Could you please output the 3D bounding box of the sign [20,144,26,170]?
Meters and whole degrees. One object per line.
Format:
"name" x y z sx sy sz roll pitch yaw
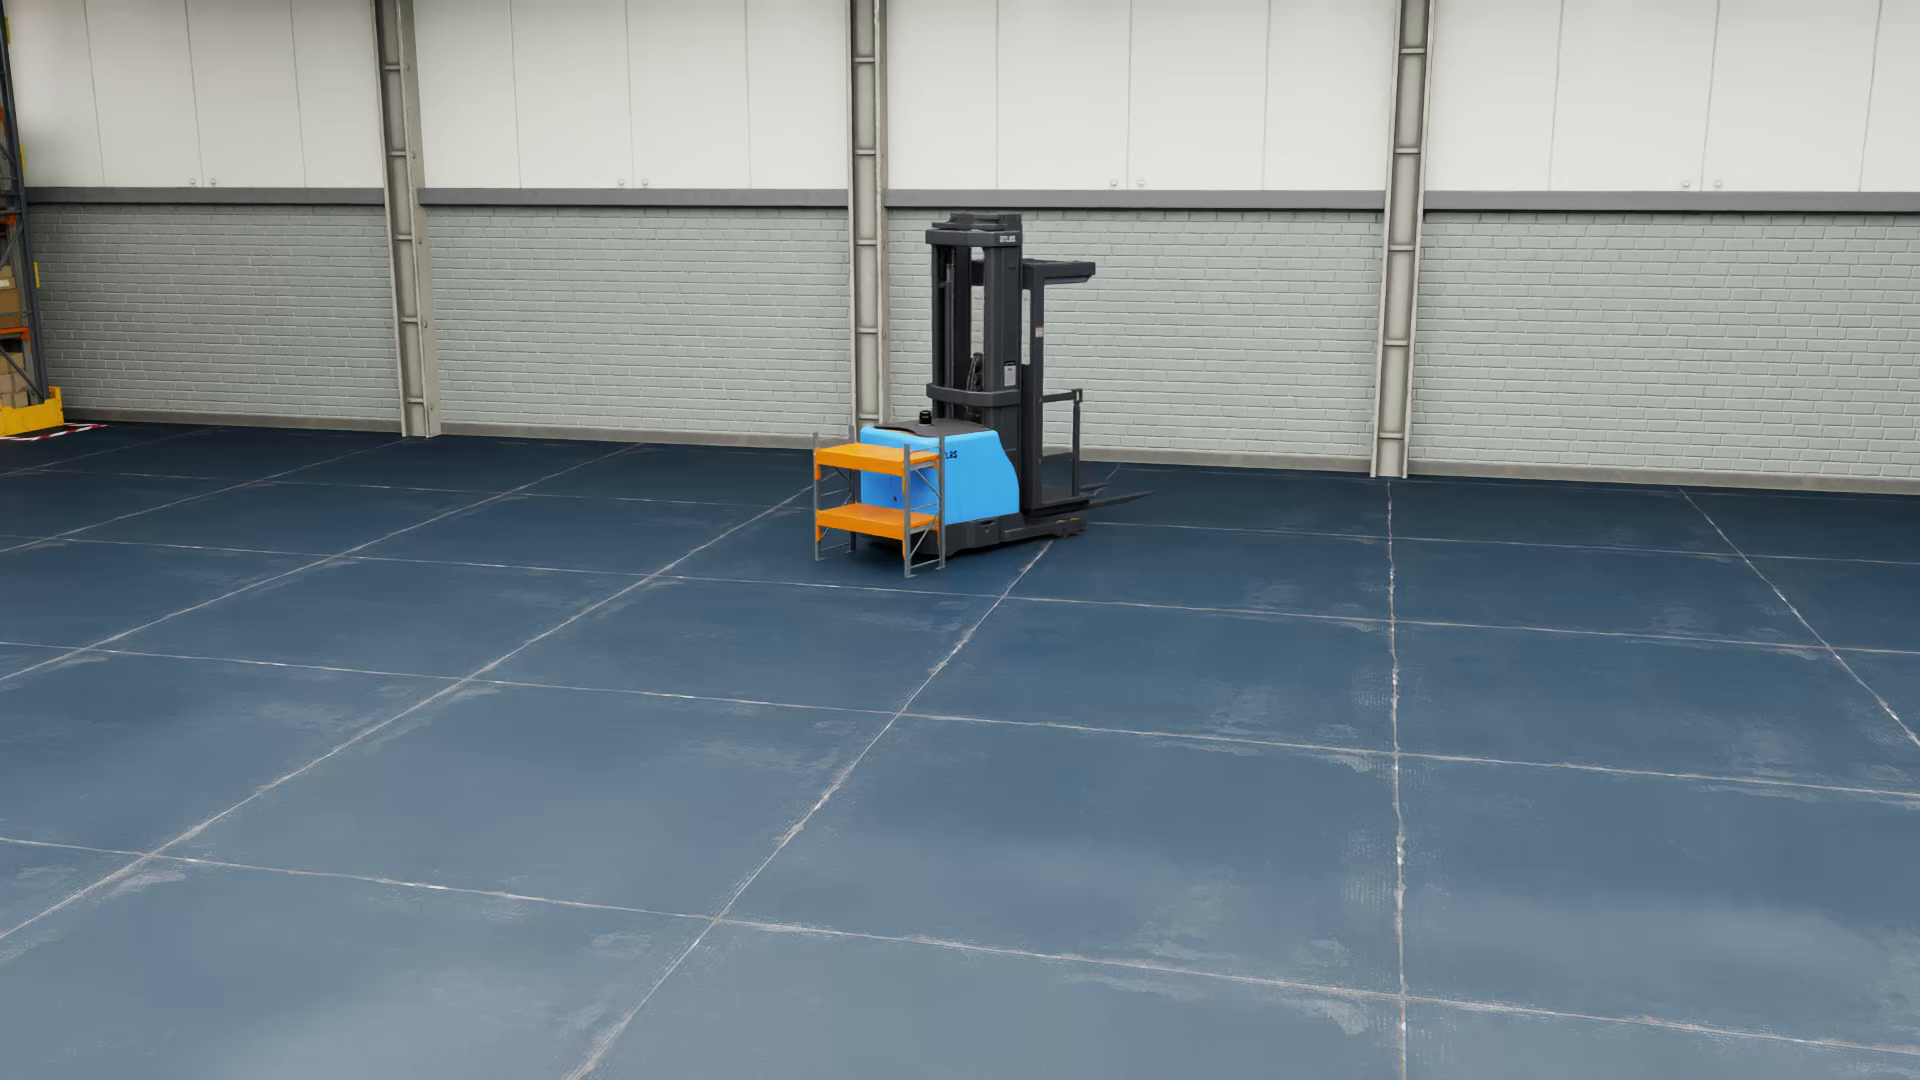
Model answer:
"sign" -12.112 -4.940 21.449 0.005 0.325 0.100 3 13 14

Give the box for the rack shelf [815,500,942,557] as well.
"rack shelf" -0.692 -0.105 14.240 1.000 0.278 0.538 10 16 37

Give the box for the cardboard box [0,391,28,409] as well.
"cardboard box" -12.681 -1.823 21.905 0.500 0.250 0.500 3 13 14

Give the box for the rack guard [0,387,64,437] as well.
"rack guard" -12.228 -1.672 21.618 0.348 0.500 1.175 3 13 14

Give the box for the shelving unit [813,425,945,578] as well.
"shelving unit" -0.692 -0.344 14.187 1.048 1.125 0.538 10 16 37

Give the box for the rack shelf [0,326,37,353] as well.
"rack shelf" -14.193 -2.647 21.899 4.000 0.370 1.077 3 13 14

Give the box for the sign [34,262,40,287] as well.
"sign" -12.112 -3.472 21.775 0.005 0.325 0.100 3 13 14

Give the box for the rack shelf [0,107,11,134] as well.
"rack shelf" -14.193 -5.380 21.292 4.000 0.370 1.077 3 13 14

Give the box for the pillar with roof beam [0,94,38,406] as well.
"pillar with roof beam" -13.742 -5.143 17.640 0.400 9.000 9.100 3 13 14

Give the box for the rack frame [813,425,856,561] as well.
"rack frame" -1.090 -0.412 14.495 0.032 1.125 0.500 10 16 37

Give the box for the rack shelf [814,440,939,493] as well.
"rack shelf" -0.692 -0.630 14.123 1.000 0.278 0.538 10 16 37

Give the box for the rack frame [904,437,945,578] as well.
"rack frame" -0.294 -0.275 13.878 0.032 1.125 0.500 10 16 37

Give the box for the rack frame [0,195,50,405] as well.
"rack frame" -12.251 -2.894 21.353 0.127 3.000 1.000 3 13 14

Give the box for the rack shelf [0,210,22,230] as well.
"rack shelf" -14.193 -4.111 21.574 4.000 0.370 1.077 3 13 14

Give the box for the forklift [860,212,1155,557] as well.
"forklift" 0.547 -1.524 15.337 3.031 2.935 1.130 -10 16 -39

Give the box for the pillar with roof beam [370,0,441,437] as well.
"pillar with roof beam" -7.917 -4.832 16.236 0.400 9.000 9.100 3 13 14

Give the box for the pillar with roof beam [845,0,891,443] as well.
"pillar with roof beam" -2.092 -4.520 14.833 0.400 9.000 9.100 3 13 14

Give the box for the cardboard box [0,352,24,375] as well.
"cardboard box" -12.672 -2.310 21.789 0.500 0.250 0.500 3 13 13

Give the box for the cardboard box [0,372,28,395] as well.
"cardboard box" -12.658 -2.069 21.858 0.500 0.250 0.500 3 13 15

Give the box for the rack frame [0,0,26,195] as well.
"rack frame" -12.251 -5.823 20.703 0.127 3.000 1.000 3 13 14

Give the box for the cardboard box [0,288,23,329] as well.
"cardboard box" -12.665 -3.027 21.721 0.500 0.500 0.500 3 13 15

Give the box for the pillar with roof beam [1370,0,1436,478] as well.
"pillar with roof beam" 3.733 -4.209 13.429 0.400 9.000 9.100 3 13 14

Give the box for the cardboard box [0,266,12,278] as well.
"cardboard box" -12.526 -3.467 21.521 0.250 0.149 0.380 3 13 12

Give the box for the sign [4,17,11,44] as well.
"sign" -12.112 -6.473 21.109 0.005 0.325 0.100 3 13 14

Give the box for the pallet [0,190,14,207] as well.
"pallet" -12.931 -4.357 21.227 1.213 0.211 1.003 3 13 14

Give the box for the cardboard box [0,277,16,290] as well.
"cardboard box" -12.518 -3.332 21.597 0.250 0.149 0.380 3 13 12
